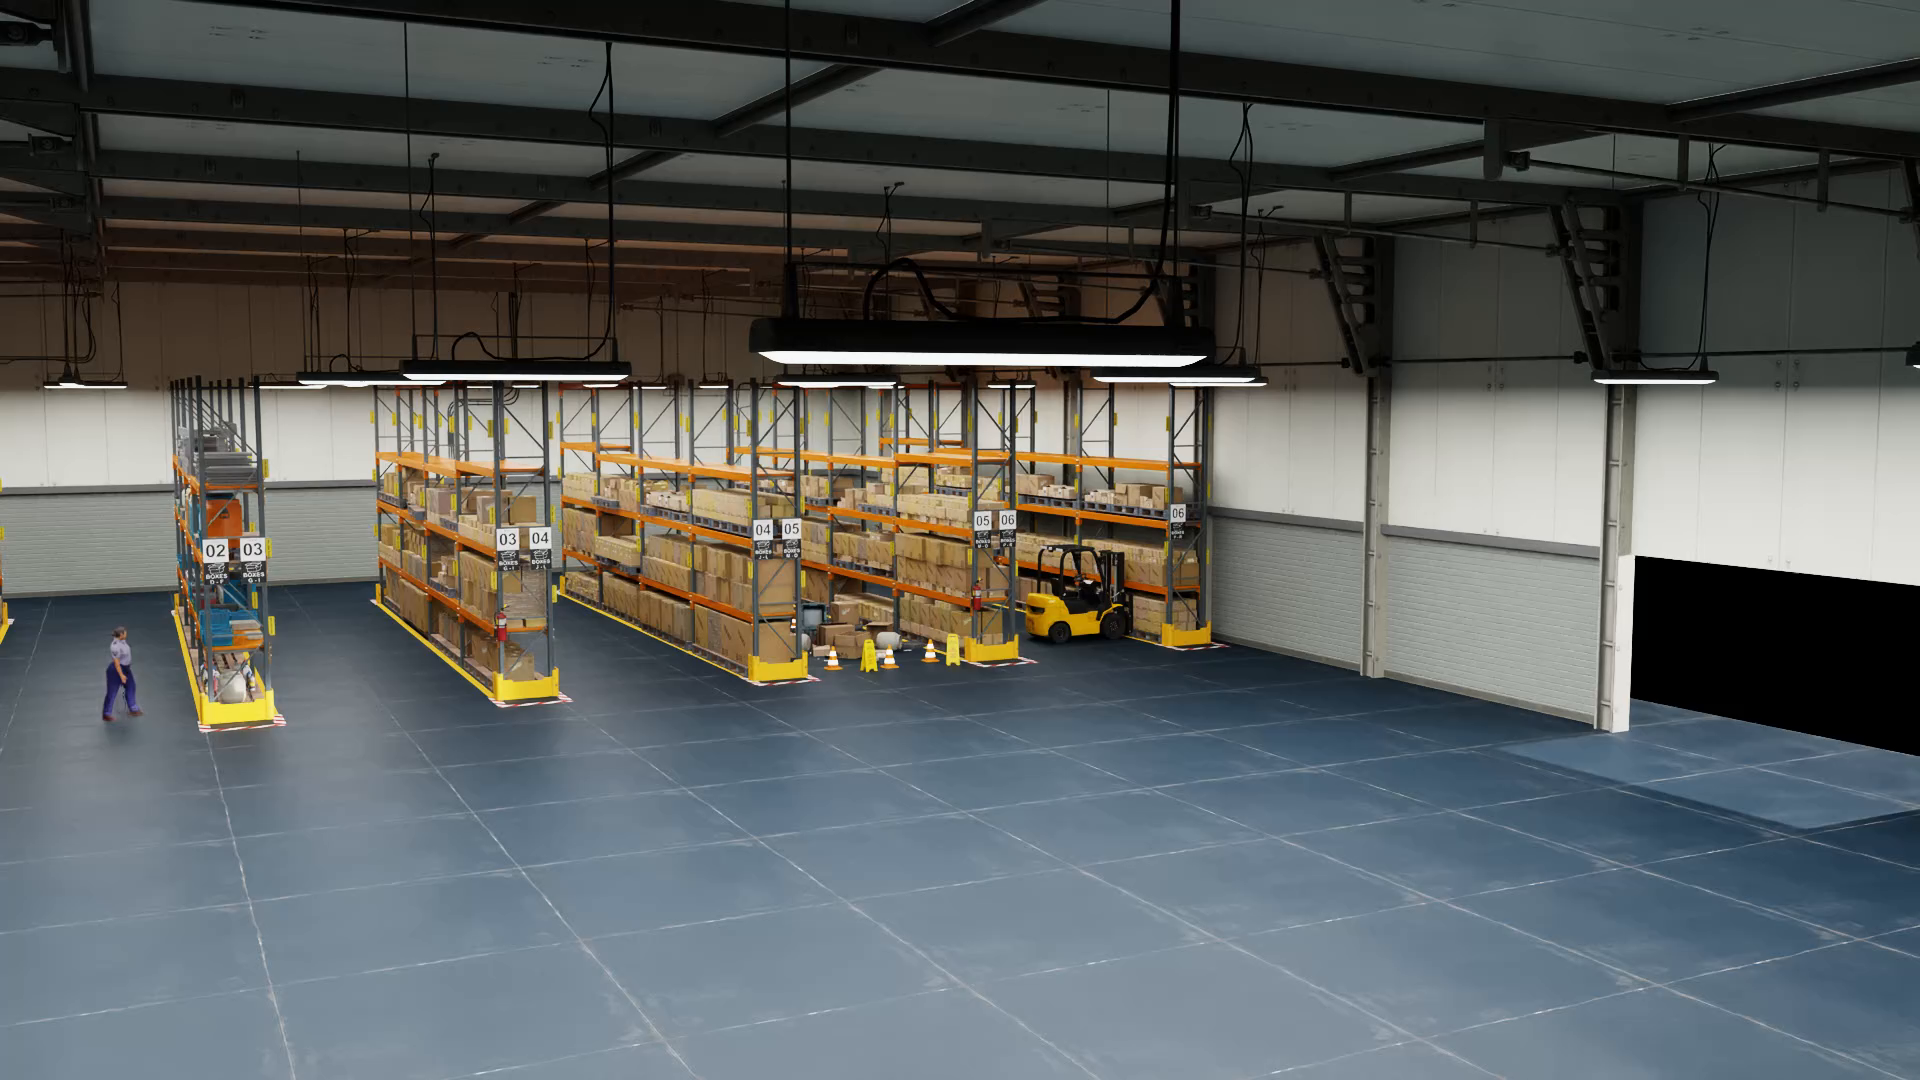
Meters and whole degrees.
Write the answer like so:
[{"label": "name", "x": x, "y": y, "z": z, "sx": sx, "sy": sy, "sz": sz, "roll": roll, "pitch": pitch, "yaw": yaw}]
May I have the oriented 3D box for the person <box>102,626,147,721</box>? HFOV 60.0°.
[{"label": "person", "x": -14.696, "y": 2.329, "z": 29.142, "sx": 0.526, "sy": 1.676, "sz": 0.696, "roll": 0, "pitch": 5, "yaw": 1}]
